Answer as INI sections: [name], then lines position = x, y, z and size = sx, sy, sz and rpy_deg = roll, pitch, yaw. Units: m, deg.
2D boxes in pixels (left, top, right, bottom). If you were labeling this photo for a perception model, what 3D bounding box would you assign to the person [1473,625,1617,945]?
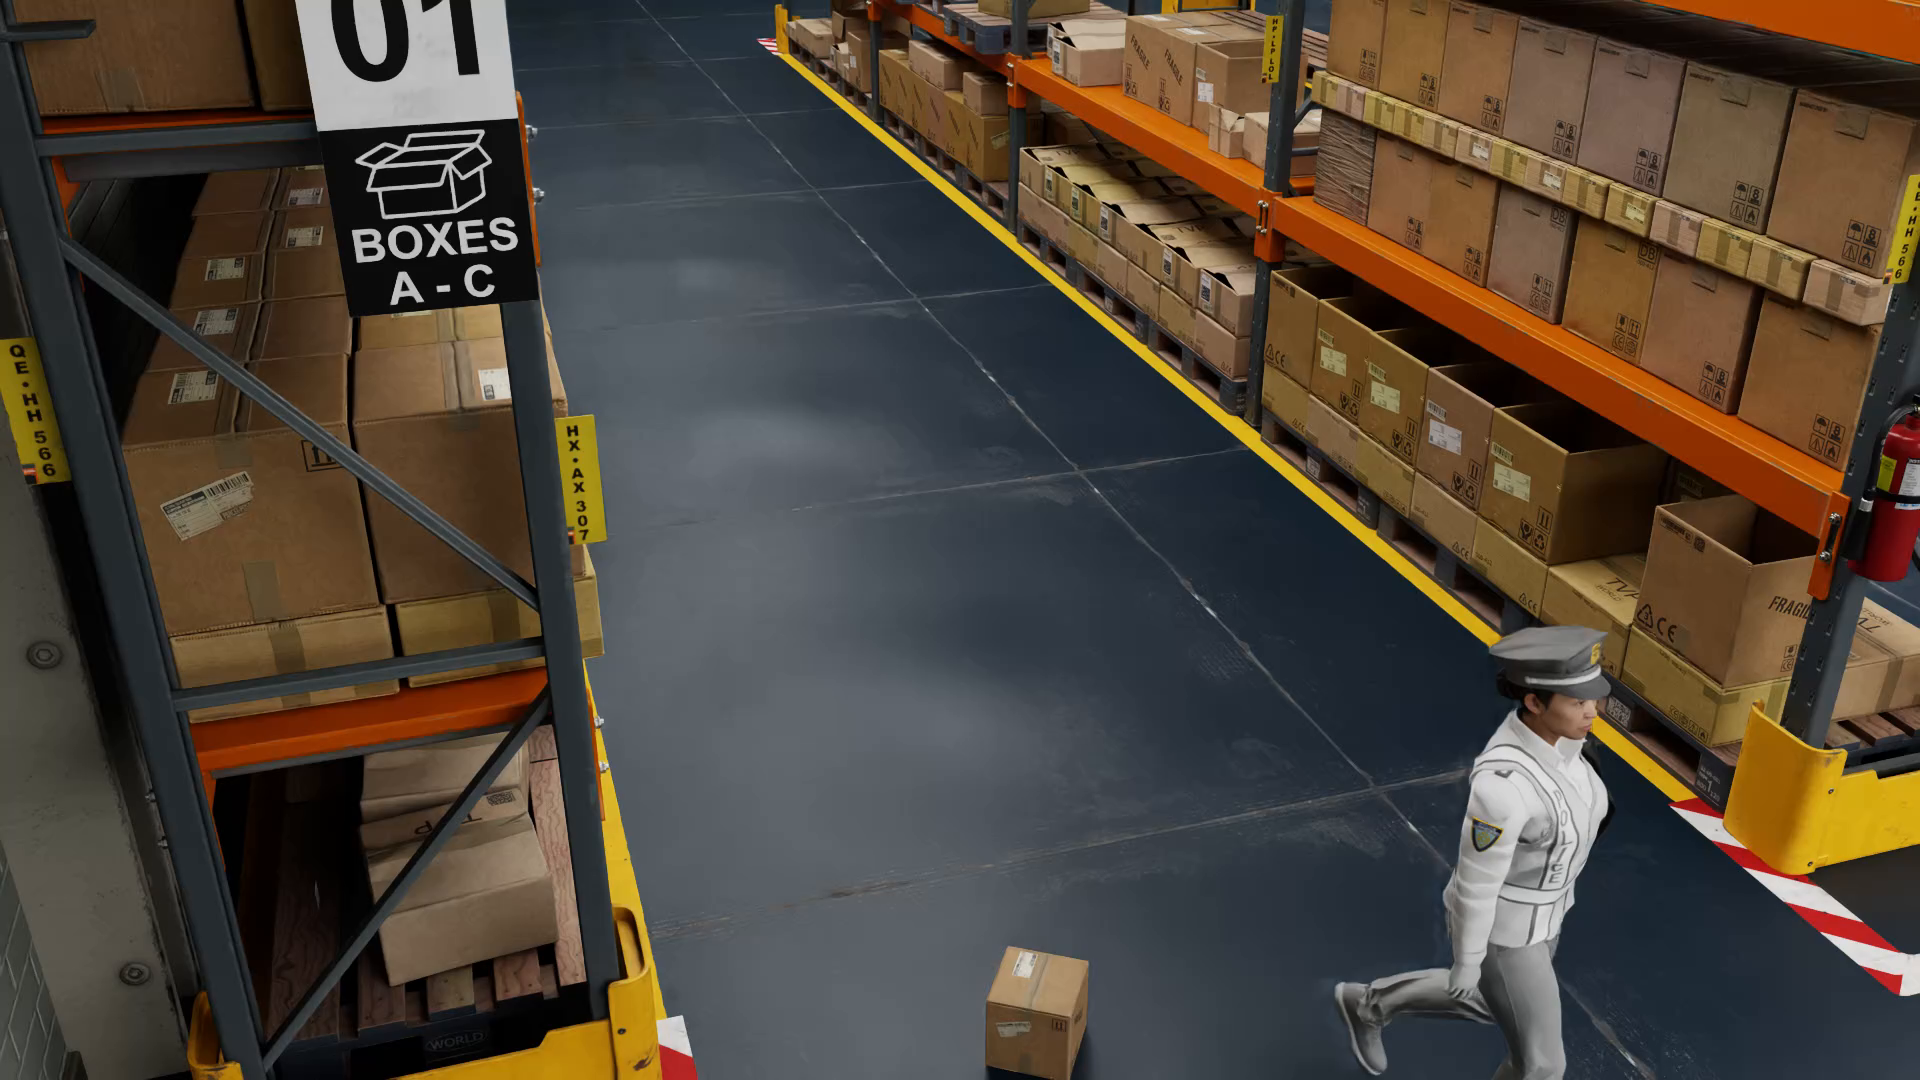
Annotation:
[person]
position = 1.398, 0.564, 3.994
size = 0.329, 0.828, 0.367
rpy_deg = 16, 31, 29
